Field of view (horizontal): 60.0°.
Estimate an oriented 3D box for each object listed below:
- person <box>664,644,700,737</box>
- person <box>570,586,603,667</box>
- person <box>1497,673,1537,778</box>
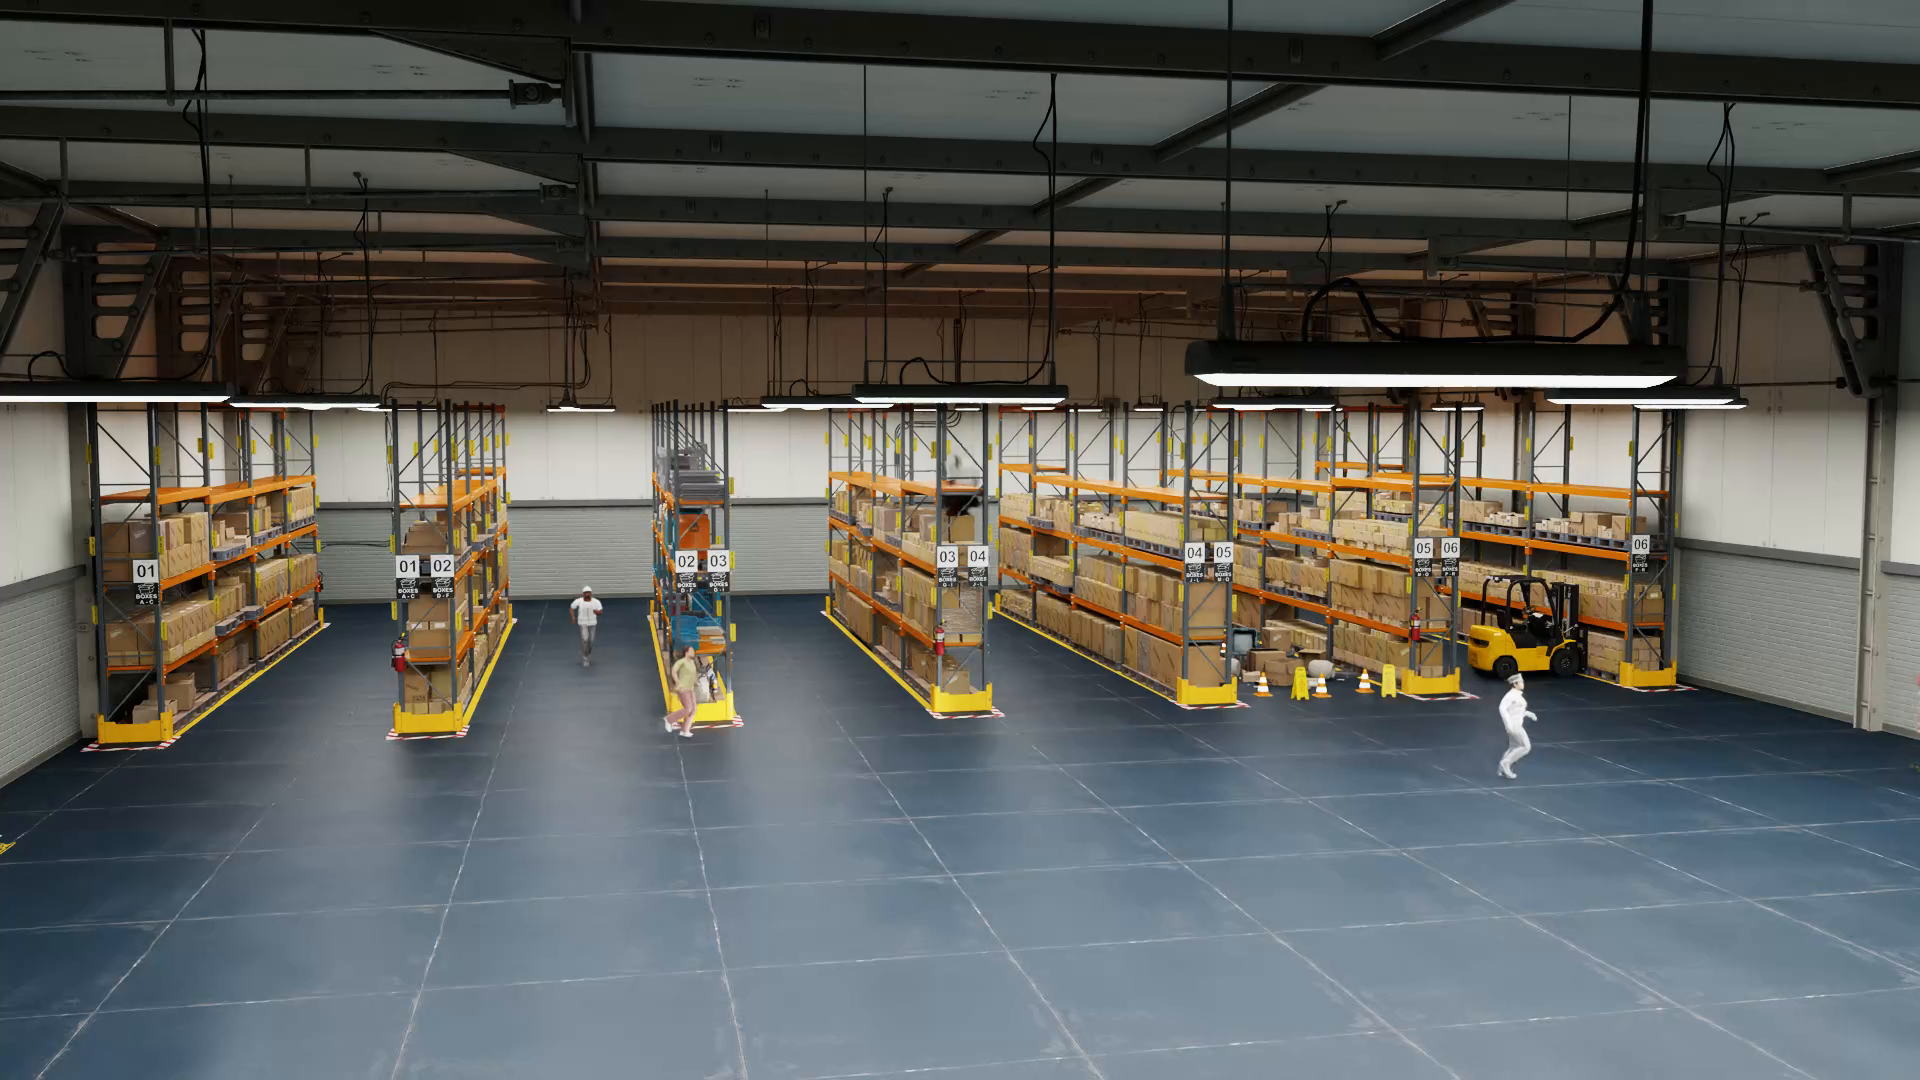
[{"bbox_3d":[-4.927,2.672,29.775,0.578,1.616,0.630,2,5,23],"label":"person"},{"bbox_3d":[-8.536,1.961,38.094,0.677,1.821,0.820,-2,5,-26],"label":"person"},{"bbox_3d":[8.775,2.916,26.165,0.560,1.661,0.623,2,5,22],"label":"person"}]
